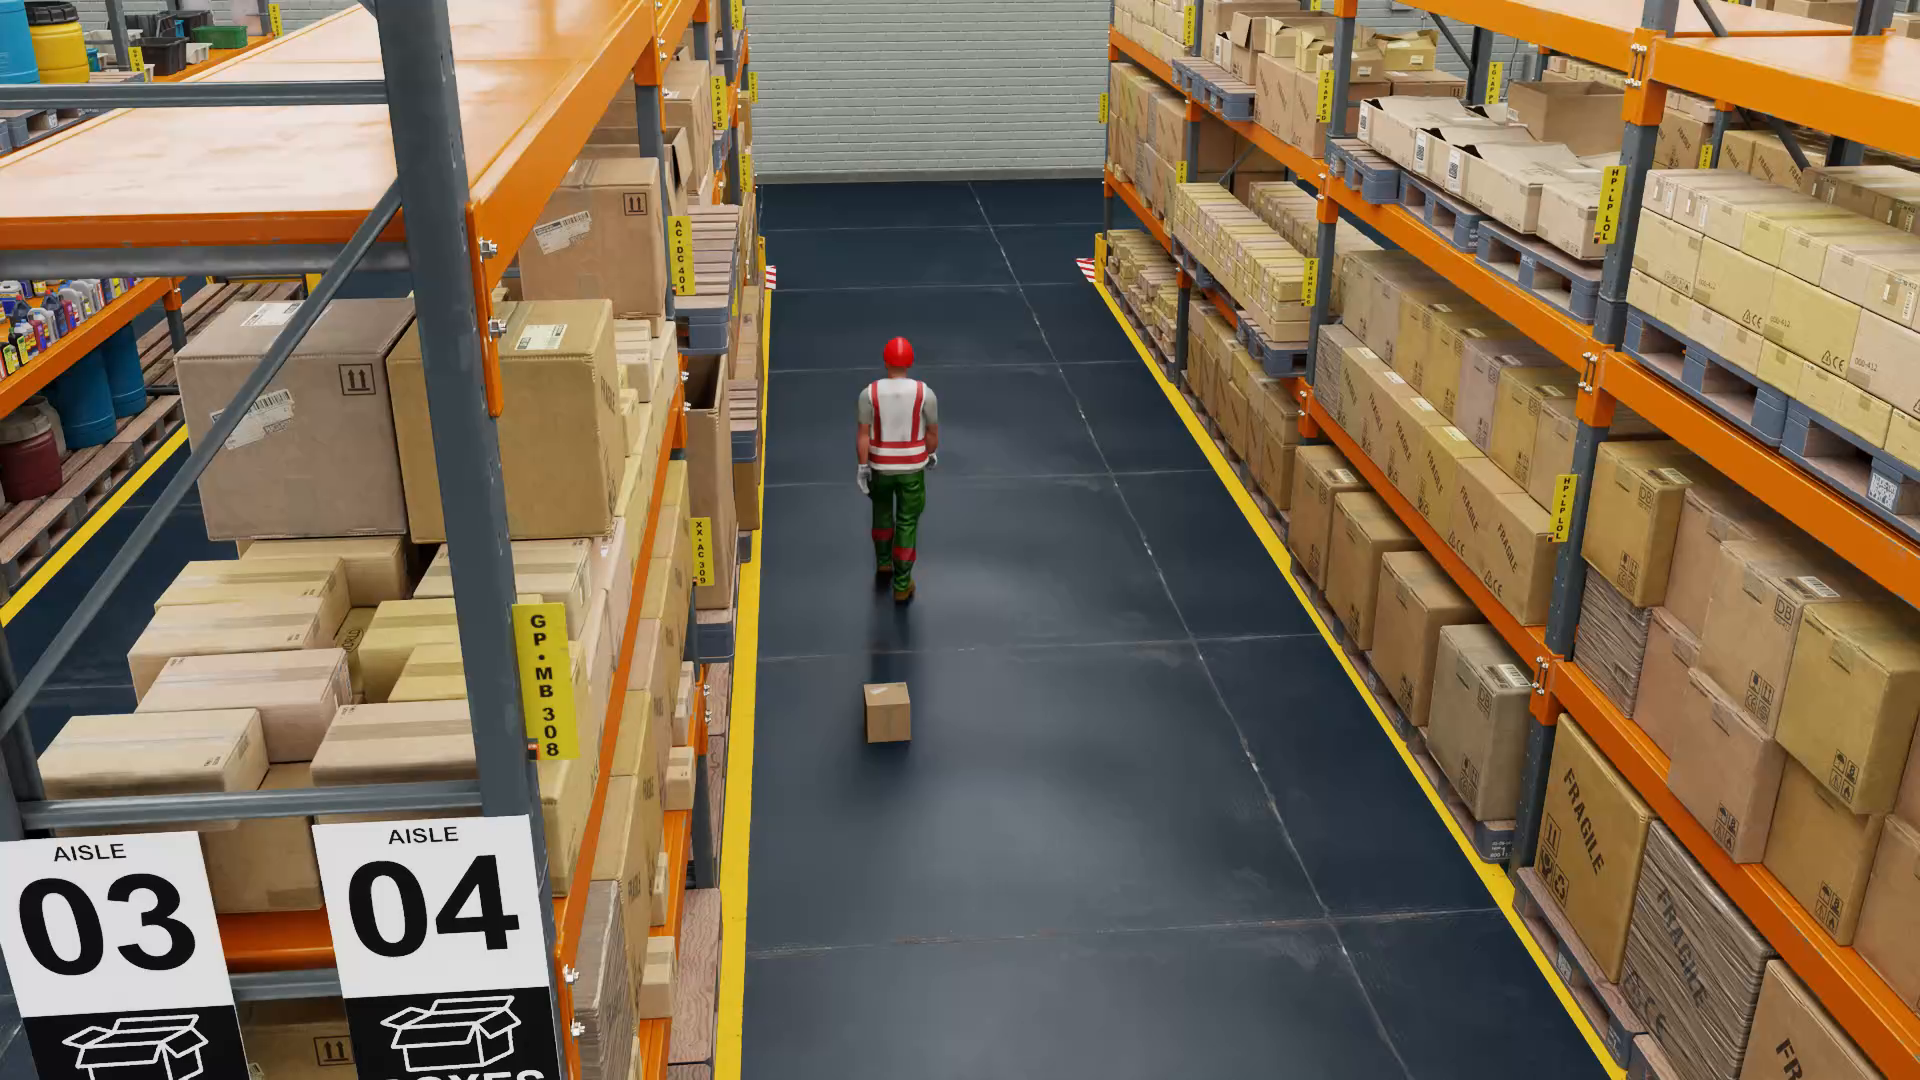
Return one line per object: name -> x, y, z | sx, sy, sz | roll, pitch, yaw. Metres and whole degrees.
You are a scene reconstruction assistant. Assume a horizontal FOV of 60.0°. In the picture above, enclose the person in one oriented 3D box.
person -> -0.412, -0.545, 11.305 | 0.542, 1.787, 0.864 | 1, 24, 2
